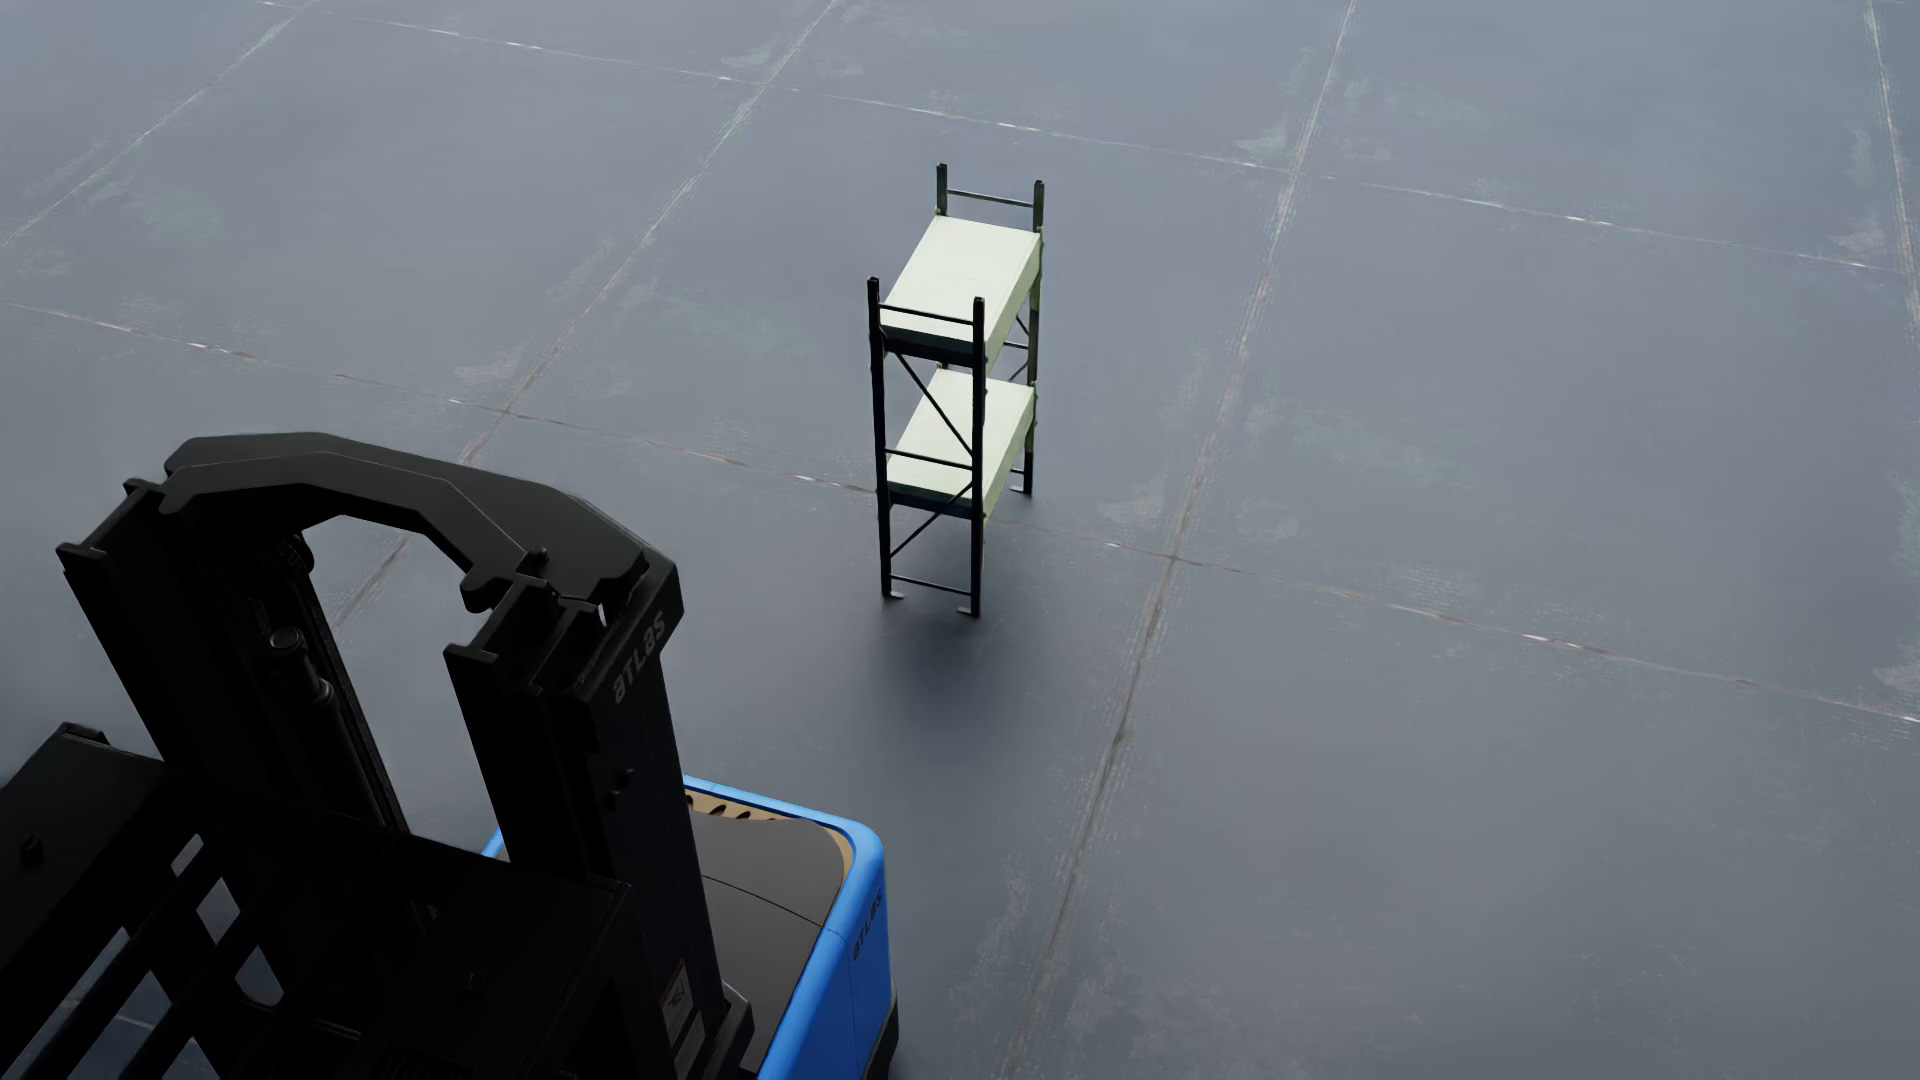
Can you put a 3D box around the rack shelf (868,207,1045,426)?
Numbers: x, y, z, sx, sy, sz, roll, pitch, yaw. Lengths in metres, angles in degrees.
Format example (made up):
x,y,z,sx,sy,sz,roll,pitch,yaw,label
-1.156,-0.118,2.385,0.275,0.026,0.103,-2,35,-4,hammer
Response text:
x,y,z,sx,sy,sz,roll,pitch,yaw,label
-0.002,-0.811,5.948,0.431,0.370,0.720,13,46,12,rack shelf

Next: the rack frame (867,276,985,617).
x,y,z,sx,sy,sz,roll,pitch,yaw,label
-0.113,-0.288,5.972,0.400,1.500,0.023,13,46,12,rack frame

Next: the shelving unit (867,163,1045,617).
x,y,z,sx,sy,sz,roll,pitch,yaw,label
-0.002,-0.532,6.221,0.431,1.500,0.755,13,46,12,shelving unit

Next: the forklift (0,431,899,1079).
x,y,z,sx,sy,sz,roll,pitch,yaw,label
-1.130,1.366,3.259,1.130,2.935,3.031,13,46,13,forklift

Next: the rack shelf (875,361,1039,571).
x,y,z,sx,sy,sz,roll,pitch,yaw,label
-0.002,-0.299,6.449,0.431,0.370,0.720,13,46,12,rack shelf

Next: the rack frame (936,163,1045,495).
x,y,z,sx,sy,sz,roll,pitch,yaw,label
0.109,-0.776,6.470,0.400,1.500,0.023,13,46,12,rack frame
